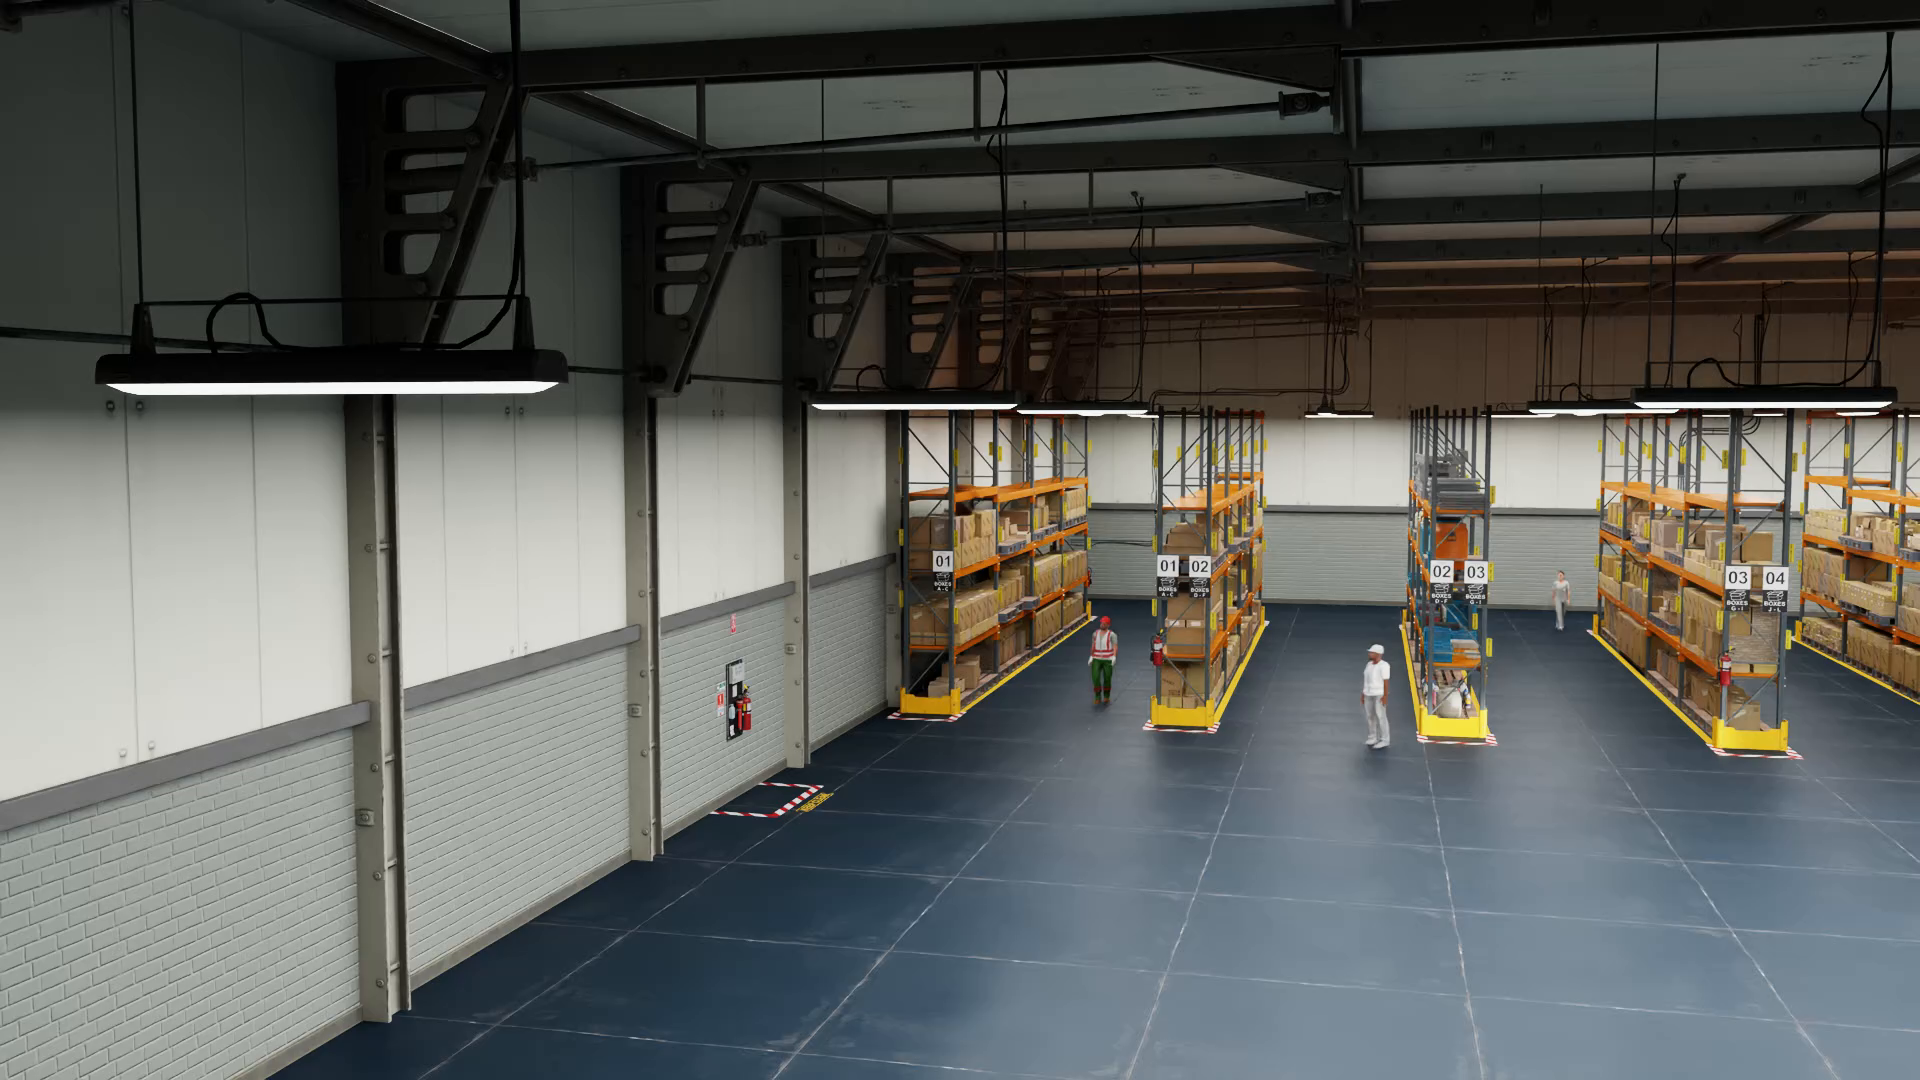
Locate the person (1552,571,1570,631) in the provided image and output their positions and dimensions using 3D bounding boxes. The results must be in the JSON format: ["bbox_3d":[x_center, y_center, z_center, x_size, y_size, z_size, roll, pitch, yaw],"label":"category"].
[{"bbox_3d":[16.381,1.654,45.330,0.437,1.625,1.028,0,4,1],"label":"person"}]

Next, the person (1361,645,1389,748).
[{"bbox_3d":[7.316,2.734,29.324,0.469,1.768,0.614,-3,5,-36],"label":"person"}]

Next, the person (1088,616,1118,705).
[{"bbox_3d":[2.877,2.438,33.584,0.633,1.803,0.567,1,4,15],"label":"person"}]
